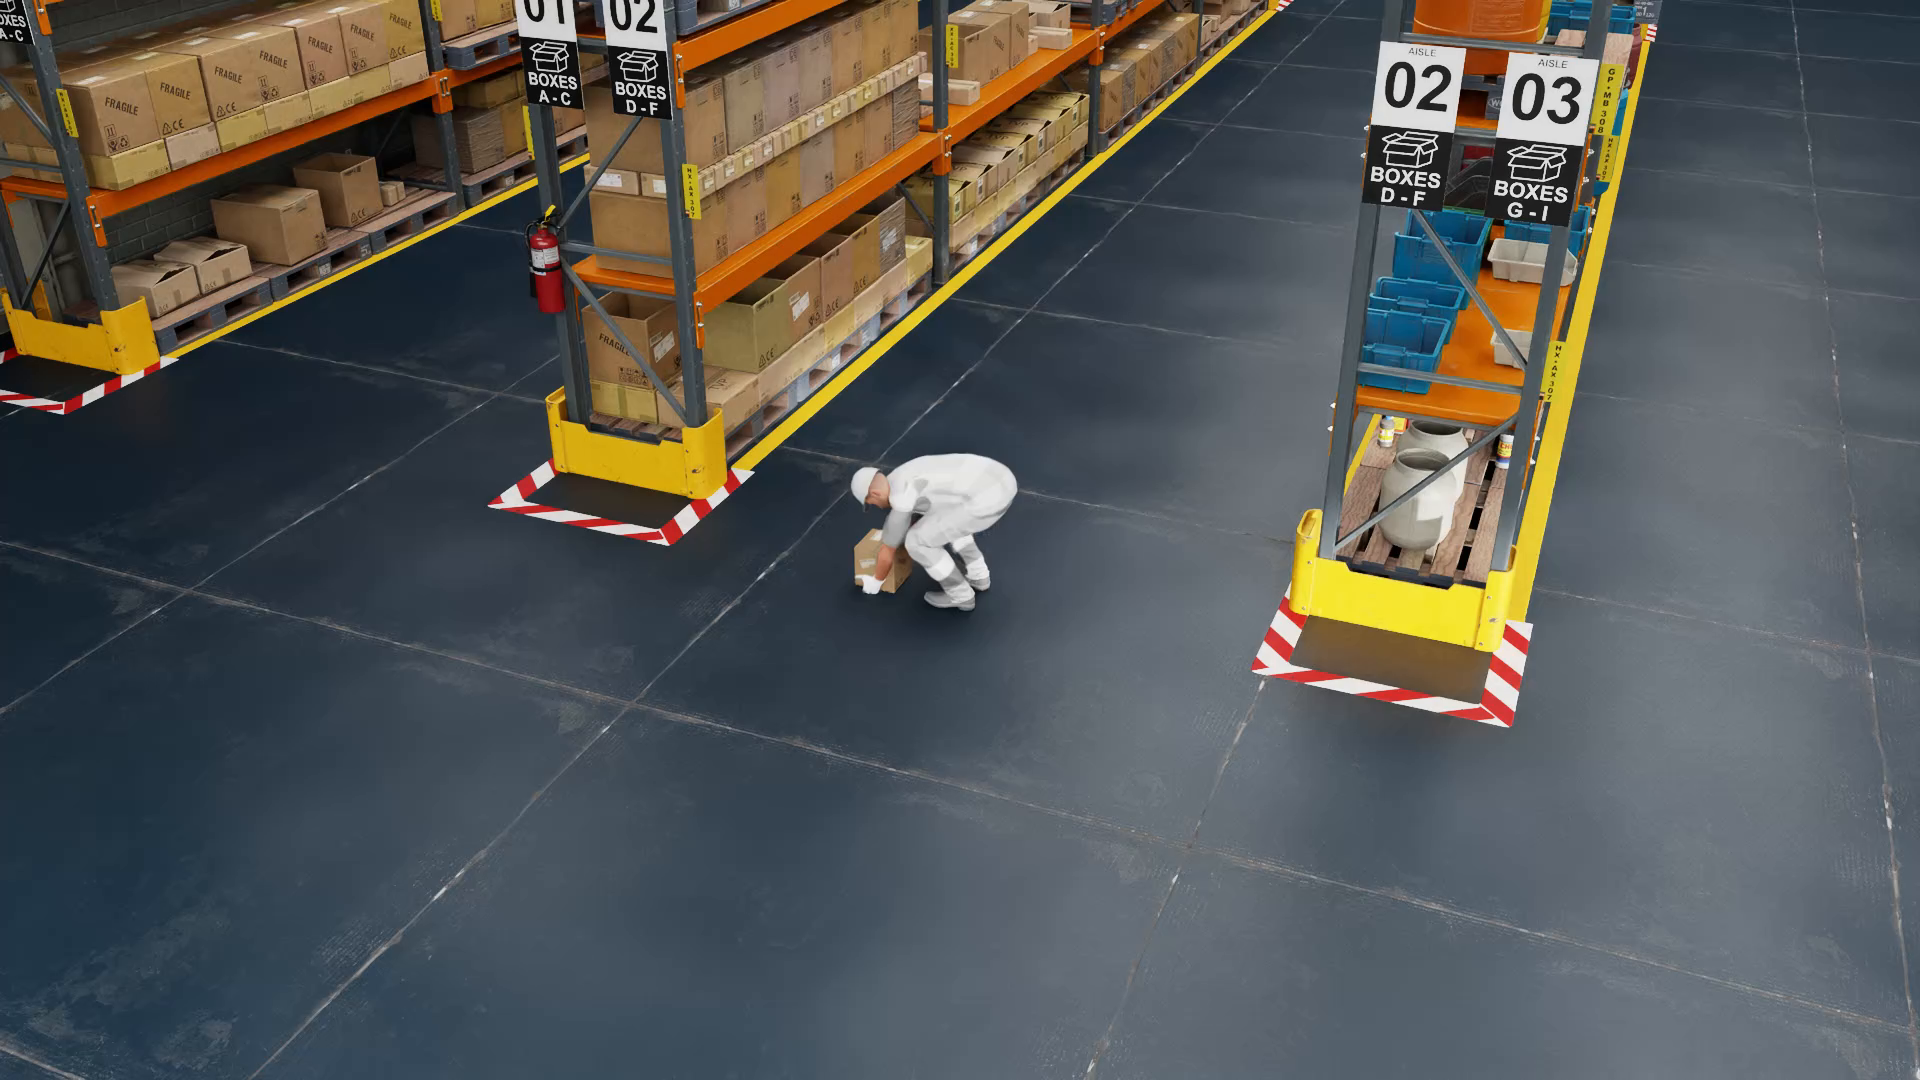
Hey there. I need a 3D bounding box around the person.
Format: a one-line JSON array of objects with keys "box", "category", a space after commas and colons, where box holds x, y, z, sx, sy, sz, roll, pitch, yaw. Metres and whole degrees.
[{"box": [-0.161, -0.084, 9.482, 0.961, 0.893, 0.537, 10, 31, 17], "category": "person"}]
